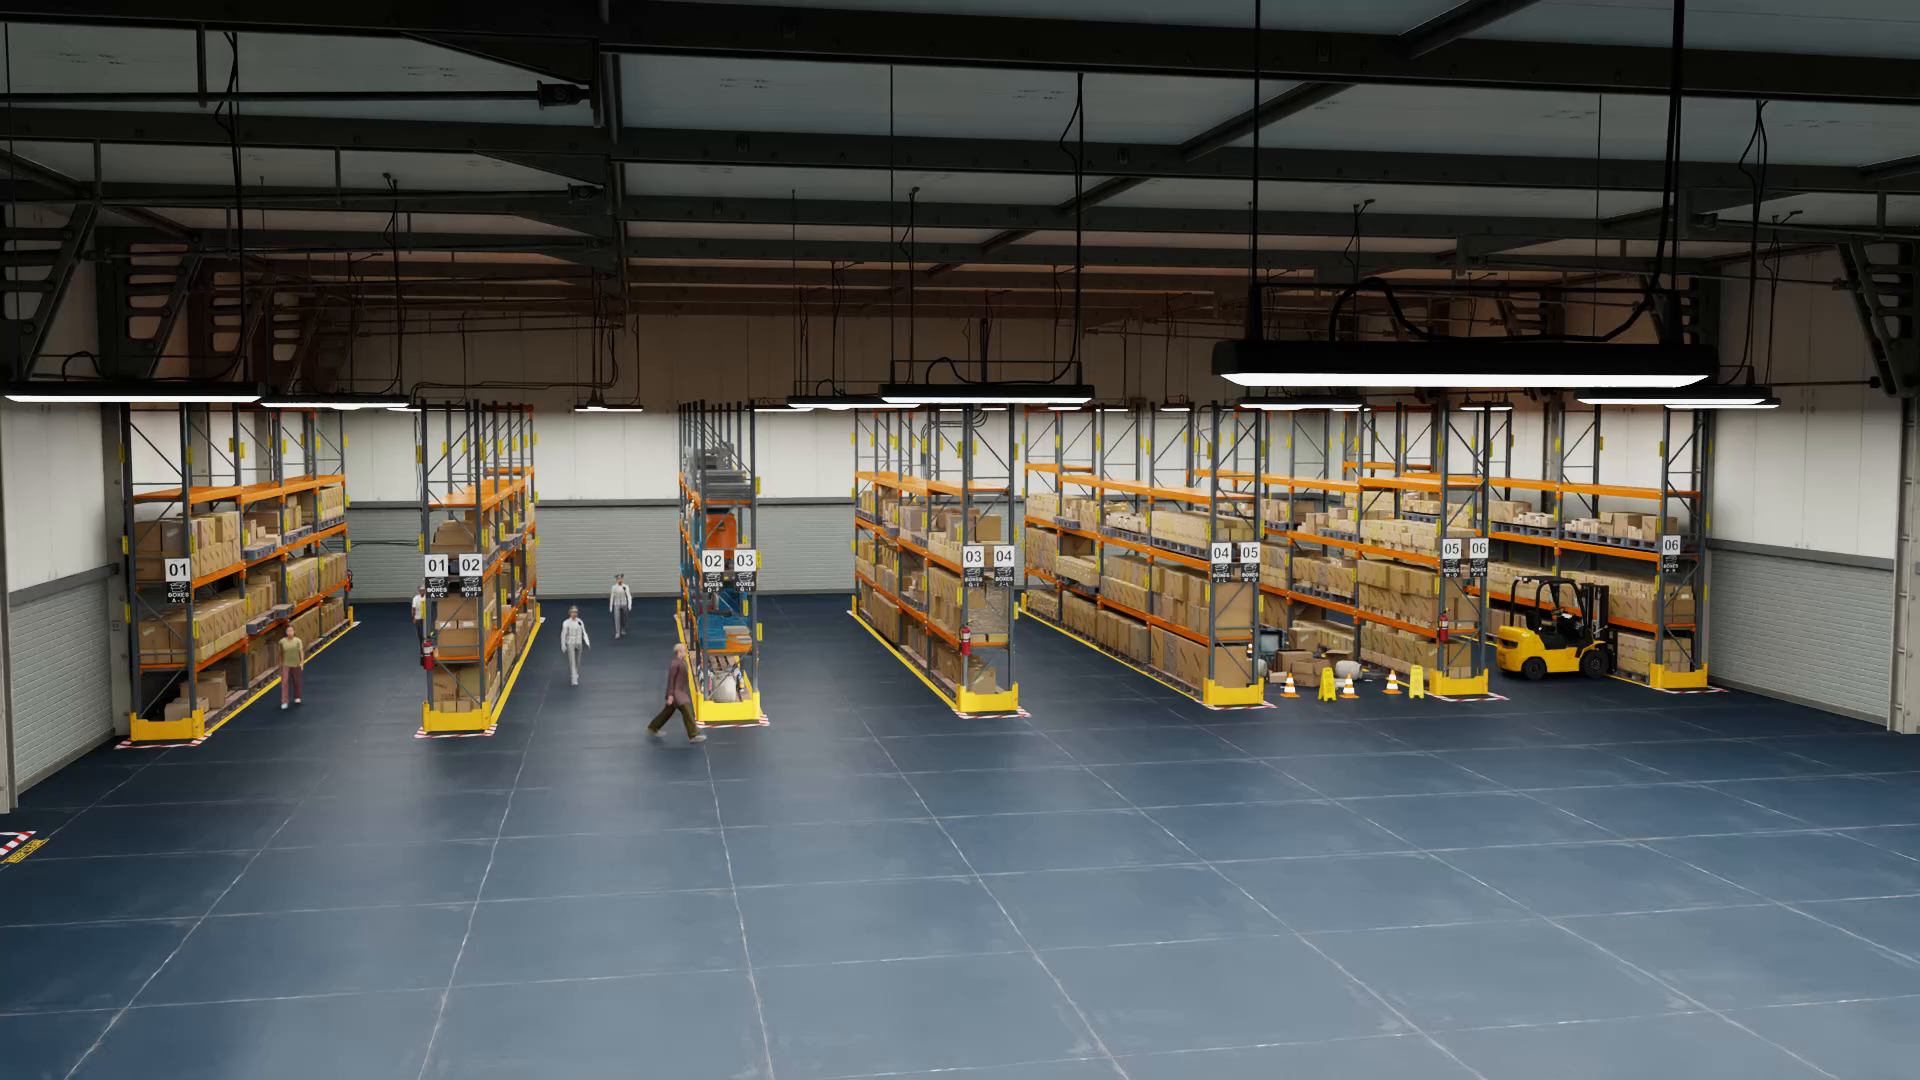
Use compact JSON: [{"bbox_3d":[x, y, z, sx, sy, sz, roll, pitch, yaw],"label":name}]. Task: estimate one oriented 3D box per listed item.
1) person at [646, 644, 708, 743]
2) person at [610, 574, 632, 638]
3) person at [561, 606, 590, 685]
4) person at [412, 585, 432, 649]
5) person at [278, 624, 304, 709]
[{"bbox_3d":[-4.965,2.669,29.133,1.211,1.717,0.611,1,4,9],"label":"person"},{"bbox_3d":[-8.715,1.669,42.683,0.558,1.619,1.023,-1,4,-10],"label":"person"},{"bbox_3d":[-8.202,2.209,35.421,0.569,1.635,1.022,-2,5,-25],"label":"person"},{"bbox_3d":[-12.945,1.877,39.995,0.447,1.624,1.051,-1,4,-13],"label":"person"},{"bbox_3d":[-13.062,2.449,32.449,0.502,1.604,1.056,-1,4,-14],"label":"person"}]
